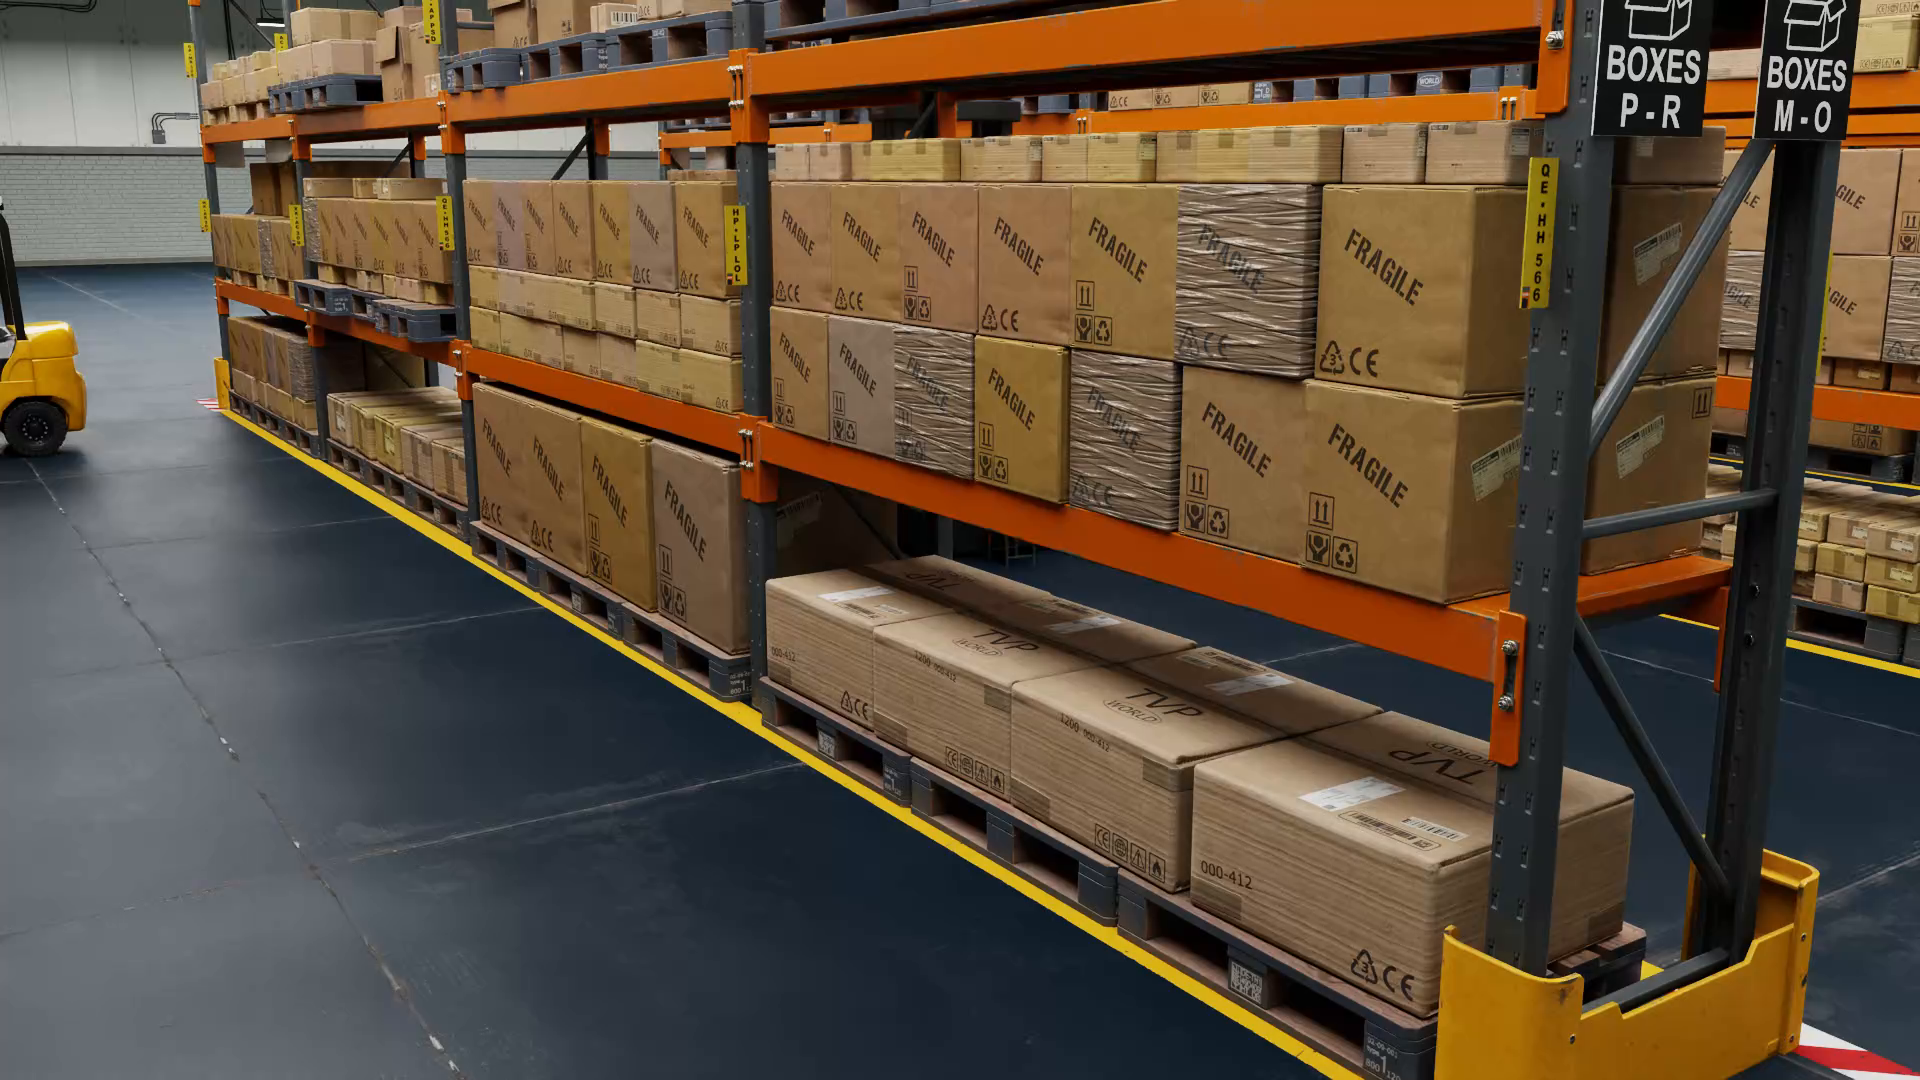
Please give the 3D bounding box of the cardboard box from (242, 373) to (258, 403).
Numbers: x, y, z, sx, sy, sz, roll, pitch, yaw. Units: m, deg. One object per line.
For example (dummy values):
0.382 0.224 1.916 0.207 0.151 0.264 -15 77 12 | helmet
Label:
-6.638 -1.493 16.120 0.500 0.250 0.500 -7 14 -31 | cardboard box

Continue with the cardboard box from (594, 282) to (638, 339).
-1.504 -1.165 8.346 0.500 0.250 0.500 -8 14 -31 | cardboard box

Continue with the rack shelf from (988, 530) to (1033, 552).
0.316 -0.085 10.144 0.215 0.259 0.240 -6 14 -24 | rack shelf

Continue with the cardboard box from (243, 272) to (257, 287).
-6.610 -2.498 15.853 0.380 0.149 0.250 -8 14 -31 | cardboard box

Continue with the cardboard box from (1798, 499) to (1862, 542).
4.445 -0.105 8.617 0.380 0.149 0.250 -8 15 -32 | cardboard box

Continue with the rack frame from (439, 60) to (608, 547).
-2.699 -1.476 10.589 1.000 3.000 0.127 -8 15 -33 | rack frame

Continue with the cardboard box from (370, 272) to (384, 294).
-4.000 -1.855 11.928 0.380 0.149 0.250 -9 15 -35 | cardboard box

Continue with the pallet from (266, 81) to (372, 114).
-4.661 -3.439 12.982 1.213 0.211 1.003 -8 15 -33 | pallet

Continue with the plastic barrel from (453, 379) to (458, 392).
-4.726 -1.452 16.510 0.512 0.421 0.421 1 12 6 | plastic barrel

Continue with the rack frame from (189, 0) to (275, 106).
-7.131 -5.829 16.455 1.000 3.000 0.127 -8 15 -33 | rack frame

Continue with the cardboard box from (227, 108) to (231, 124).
-6.722 -4.015 15.769 0.380 0.149 0.250 -8 15 -33 | cardboard box

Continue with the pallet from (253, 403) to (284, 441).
-5.996 -1.157 15.661 1.003 0.211 1.213 -8 15 -33 | pallet

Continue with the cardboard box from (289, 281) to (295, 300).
-5.490 -2.129 14.165 0.380 0.149 0.250 -8 15 -32 | cardboard box

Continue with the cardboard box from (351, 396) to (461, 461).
-4.221 -0.888 13.070 0.950 0.372 0.625 -7 14 -29 | cardboard box

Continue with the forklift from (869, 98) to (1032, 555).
-0.333 -1.609 11.358 1.130 2.935 3.031 -6 14 -24 | forklift

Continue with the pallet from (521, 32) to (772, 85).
-1.676 -2.542 8.886 1.003 0.211 1.213 -7 14 -30 | pallet

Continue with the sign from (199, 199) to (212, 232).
-7.583 -3.257 16.709 0.100 0.325 0.005 -8 15 -33 | sign

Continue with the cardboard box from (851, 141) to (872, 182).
-0.191 -1.448 6.368 0.380 0.149 0.250 -8 15 -33 | cardboard box

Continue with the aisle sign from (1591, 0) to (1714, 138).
1.516 -1.274 3.579 0.394 0.787 0.004 -8 15 -33 | aisle sign

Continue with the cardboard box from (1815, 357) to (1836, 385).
4.424 -0.886 8.480 0.380 0.149 0.250 -7 14 -31 | cardboard box

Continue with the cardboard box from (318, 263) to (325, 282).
-4.871 -2.134 13.204 0.380 0.149 0.250 -8 15 -32 | cardboard box

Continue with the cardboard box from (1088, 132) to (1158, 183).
0.616 -1.168 5.088 0.380 0.149 0.250 -8 14 -31 | cardboard box

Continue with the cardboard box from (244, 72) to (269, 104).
-5.935 -3.953 14.553 0.500 0.250 0.500 -8 15 -34 | cardboard box

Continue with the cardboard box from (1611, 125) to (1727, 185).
1.768 -1.003 4.335 0.380 0.149 0.250 -8 15 -32 | cardboard box

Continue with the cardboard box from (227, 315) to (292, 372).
-6.901 -1.947 16.440 0.500 0.500 0.500 -9 15 -35 | cardboard box

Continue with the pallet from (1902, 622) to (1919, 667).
5.336 0.543 7.884 1.003 0.211 1.213 -8 15 -33 | pallet

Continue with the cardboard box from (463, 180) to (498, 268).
-2.629 -1.897 9.938 0.500 0.500 0.500 -9 15 -35 | cardboard box

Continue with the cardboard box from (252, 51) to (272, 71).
-5.803 -4.075 14.173 0.380 0.149 0.250 -8 14 -31 | cardboard box

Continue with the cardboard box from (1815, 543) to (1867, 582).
4.555 0.095 8.402 0.380 0.149 0.250 -7 14 -30 | cardboard box

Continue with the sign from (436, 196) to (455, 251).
-3.145 -1.937 10.173 0.100 0.325 0.005 -8 15 -33 | sign

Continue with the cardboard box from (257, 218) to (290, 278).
-5.950 -2.614 14.861 0.500 0.500 0.500 -8 14 -31 | cardboard box

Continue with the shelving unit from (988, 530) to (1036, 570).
0.316 -0.367 10.082 0.215 1.050 0.252 -6 14 -24 | shelving unit

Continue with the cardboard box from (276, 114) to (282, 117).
-5.572 -3.648 14.088 0.380 0.149 0.250 -8 15 -32 | cardboard box

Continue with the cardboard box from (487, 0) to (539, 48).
-2.364 -3.148 9.988 0.797 0.503 0.637 -9 15 -36 | cardboard box

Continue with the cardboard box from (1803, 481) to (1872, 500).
4.780 -0.216 9.125 0.380 0.149 0.250 -9 15 -35 | cardboard box

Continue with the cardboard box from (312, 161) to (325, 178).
-5.243 -3.067 14.596 0.700 0.500 0.500 -8 15 -32 | cardboard box

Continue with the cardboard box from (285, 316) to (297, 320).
-6.470 -2.015 16.754 0.500 0.500 0.500 -8 15 -32 | cardboard box

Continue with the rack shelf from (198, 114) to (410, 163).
-6.023 -3.657 15.225 1.077 0.370 4.000 -8 15 -33 | rack shelf

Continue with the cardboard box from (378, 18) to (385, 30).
-4.488 -3.941 13.037 0.500 0.250 0.500 -8 15 -31 | cardboard box

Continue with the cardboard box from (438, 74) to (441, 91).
-3.048 -2.850 10.438 0.380 0.149 0.250 -8 15 -33 | cardboard box

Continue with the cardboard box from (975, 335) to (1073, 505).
0.391 -0.428 5.564 0.500 0.500 0.500 -8 14 -31 | cardboard box

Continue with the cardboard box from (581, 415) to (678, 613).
-1.399 -0.192 8.710 0.875 0.875 0.875 -8 14 -31 | cardboard box

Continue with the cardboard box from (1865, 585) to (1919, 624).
4.691 0.290 8.203 0.380 0.149 0.250 -9 15 -35 | cardboard box

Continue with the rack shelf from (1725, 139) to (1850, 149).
8.567 -4.705 20.017 1.077 0.370 4.000 -8 15 -33 | rack shelf

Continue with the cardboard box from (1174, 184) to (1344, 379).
0.955 -0.737 4.638 0.500 0.500 0.500 -8 15 -33 | cardboard box

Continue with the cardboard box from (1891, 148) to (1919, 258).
4.762 -1.573 7.763 0.500 0.500 0.500 -7 14 -30 | cardboard box

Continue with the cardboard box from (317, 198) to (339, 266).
-4.616 -2.380 12.812 0.500 0.500 0.500 -8 15 -33 | cardboard box

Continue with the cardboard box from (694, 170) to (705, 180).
-2.511 -3.946 19.006 0.875 0.550 0.550 -8 15 -33 | cardboard box

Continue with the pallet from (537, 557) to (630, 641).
-1.653 0.252 9.214 1.003 0.211 1.213 -8 15 -33 | pallet

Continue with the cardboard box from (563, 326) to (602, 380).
-1.775 -1.015 8.834 0.500 0.250 0.500 -8 15 -33 | cardboard box

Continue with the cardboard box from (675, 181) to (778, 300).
-0.939 -1.352 7.446 0.500 0.500 0.500 -8 14 -31 | cardboard box

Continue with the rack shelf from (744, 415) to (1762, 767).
0.626 -0.057 5.787 1.077 0.370 4.000 -8 15 -33 | rack shelf
